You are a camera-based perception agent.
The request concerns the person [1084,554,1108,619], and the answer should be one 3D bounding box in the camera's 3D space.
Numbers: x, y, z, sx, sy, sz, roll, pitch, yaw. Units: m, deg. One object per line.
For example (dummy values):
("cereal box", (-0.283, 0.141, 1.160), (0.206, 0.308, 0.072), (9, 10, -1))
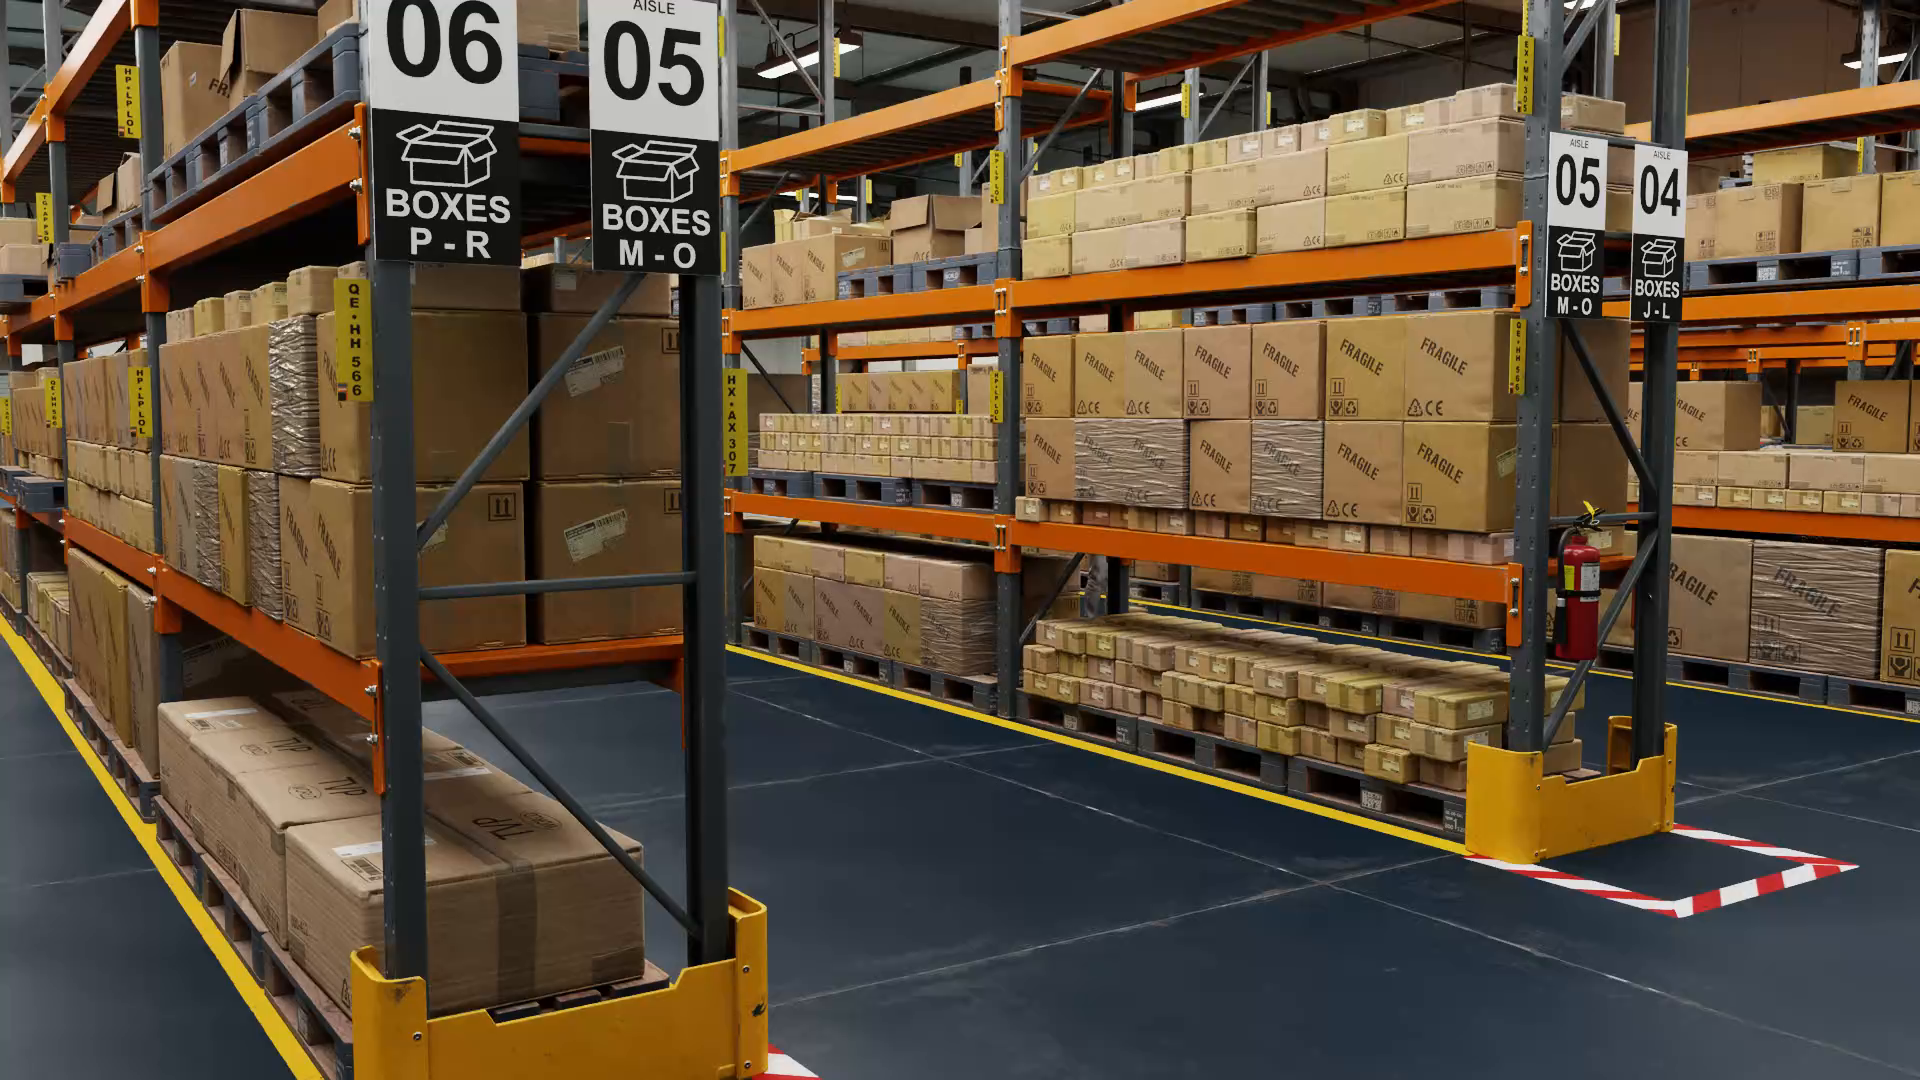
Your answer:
("person", (1.337, -0.047, 14.792), (0.638, 1.761, 0.457), (-3, 6, -36))
